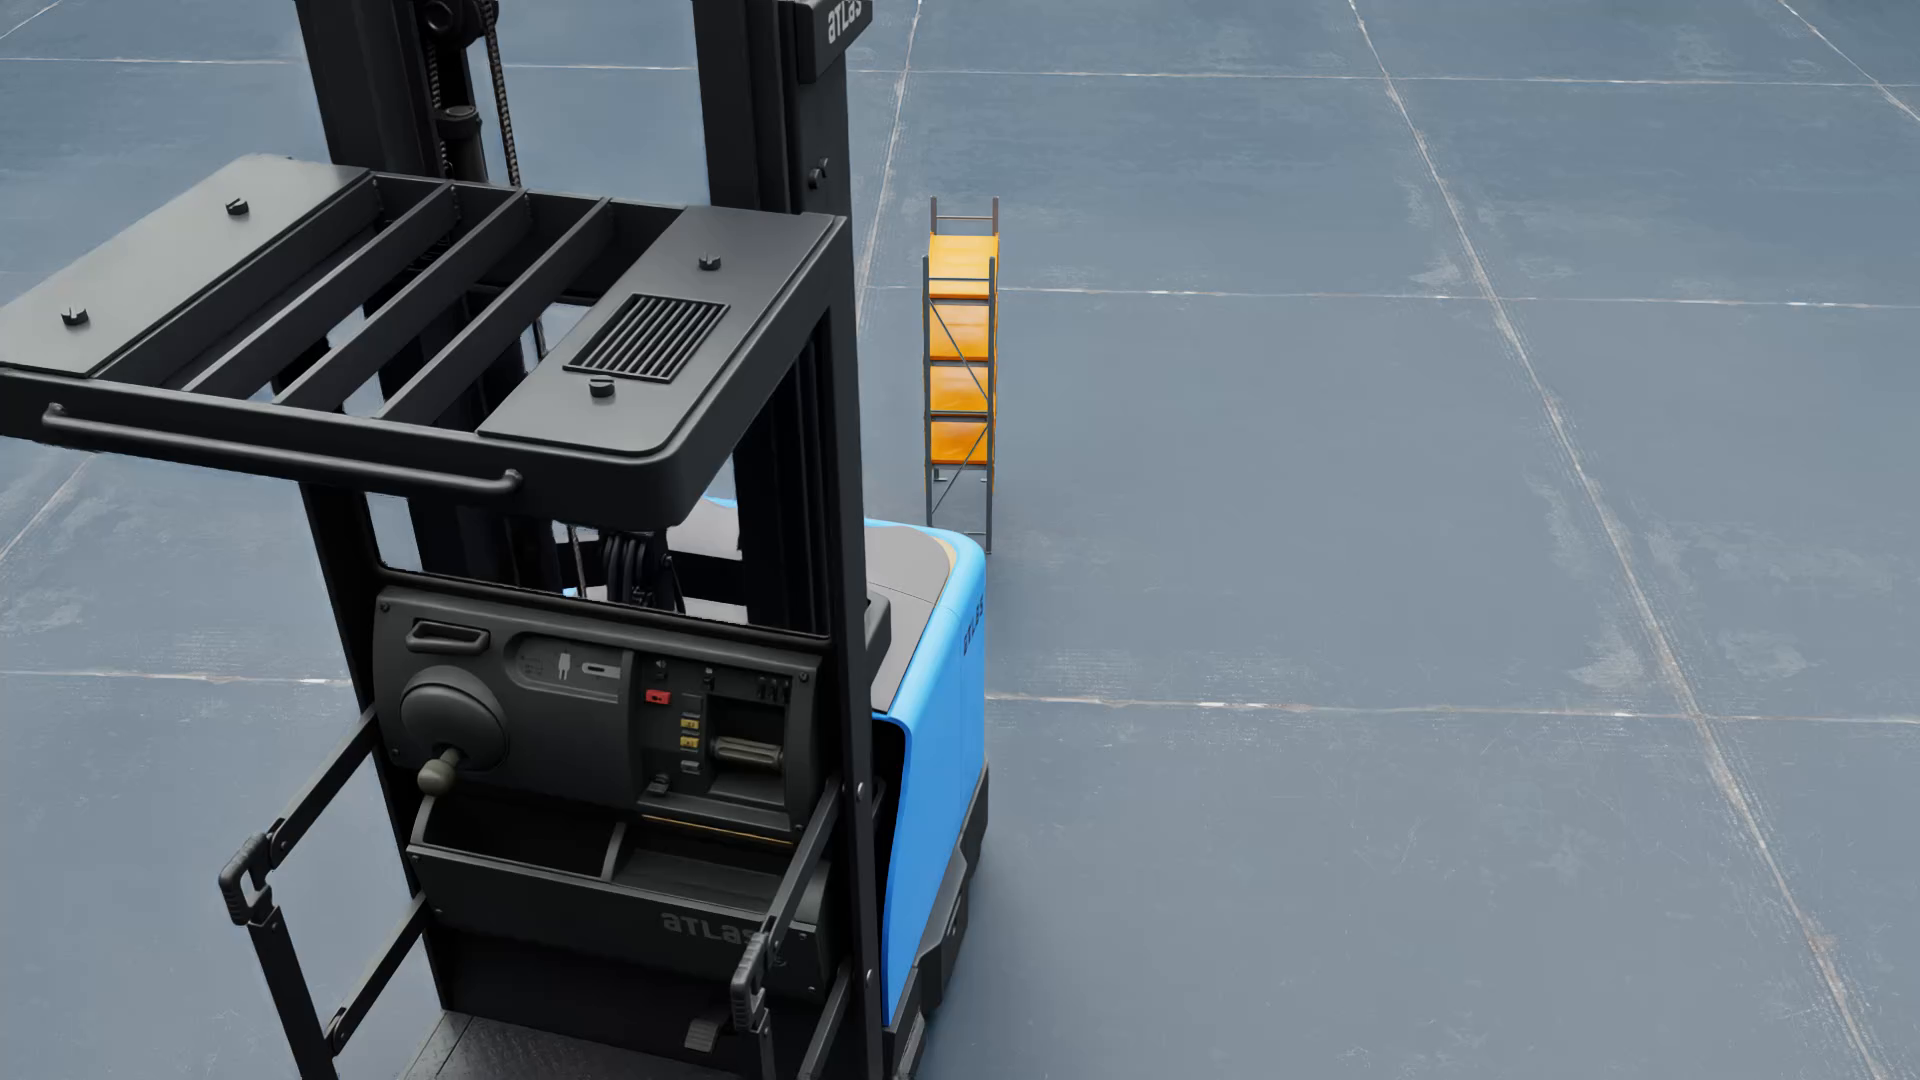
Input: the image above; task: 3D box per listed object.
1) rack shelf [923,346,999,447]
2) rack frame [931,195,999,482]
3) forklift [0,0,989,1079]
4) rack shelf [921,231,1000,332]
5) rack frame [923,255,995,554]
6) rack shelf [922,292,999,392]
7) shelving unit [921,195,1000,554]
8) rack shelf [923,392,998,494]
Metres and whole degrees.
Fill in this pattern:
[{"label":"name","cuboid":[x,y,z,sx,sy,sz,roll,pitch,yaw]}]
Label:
[{"label":"rack shelf","cuboid":[0.007,-0.531,6.079,0.258,0.148,0.480,1,35,2]},{"label":"rack frame","cuboid":[0.016,-0.726,6.240,0.240,1.200,0.015,1,35,2]},{"label":"forklift","cuboid":[-0.779,0.415,3.110,1.130,2.935,3.031,8,36,12]},{"label":"rack shelf","cuboid":[0.007,-0.907,5.814,0.258,0.148,0.480,1,35,2]},{"label":"rack frame","cuboid":[-0.003,-0.446,5.841,0.240,1.200,0.015,1,35,2]},{"label":"rack shelf","cuboid":[0.007,-0.714,5.950,0.258,0.148,0.480,1,35,2]},{"label":"shelving unit","cuboid":[0.007,-0.586,6.040,0.258,1.200,0.503,1,35,2]},{"label":"rack shelf","cuboid":[0.007,-0.368,6.193,0.258,0.148,0.480,1,35,2]}]
